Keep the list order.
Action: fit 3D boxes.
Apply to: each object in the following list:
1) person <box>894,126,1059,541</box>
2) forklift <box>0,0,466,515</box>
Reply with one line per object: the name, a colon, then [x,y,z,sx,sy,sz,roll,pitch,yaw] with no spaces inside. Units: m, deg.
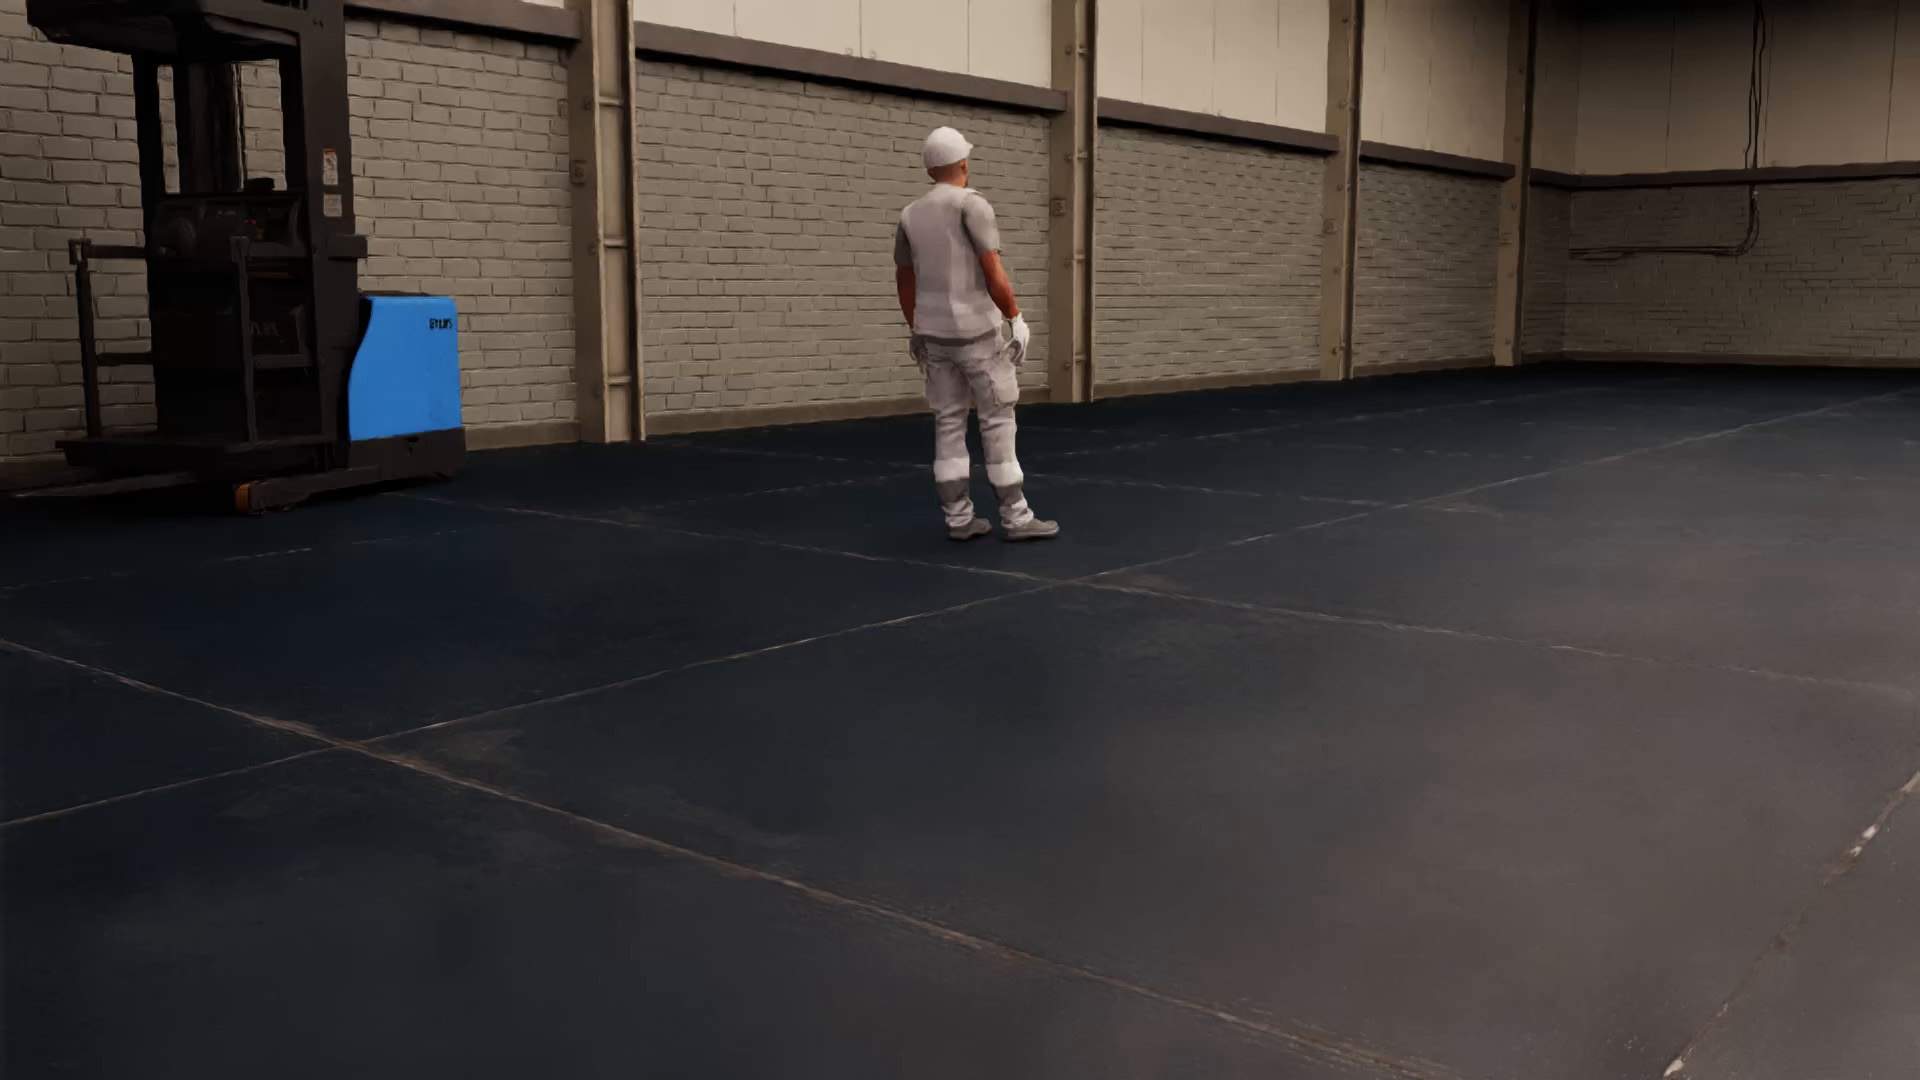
person: [0.059,-0.900,7.329,0.637,1.787,0.563,7,11,38]
forklift: [-3.889,-1.636,8.465,1.130,2.935,3.031,3,9,19]
